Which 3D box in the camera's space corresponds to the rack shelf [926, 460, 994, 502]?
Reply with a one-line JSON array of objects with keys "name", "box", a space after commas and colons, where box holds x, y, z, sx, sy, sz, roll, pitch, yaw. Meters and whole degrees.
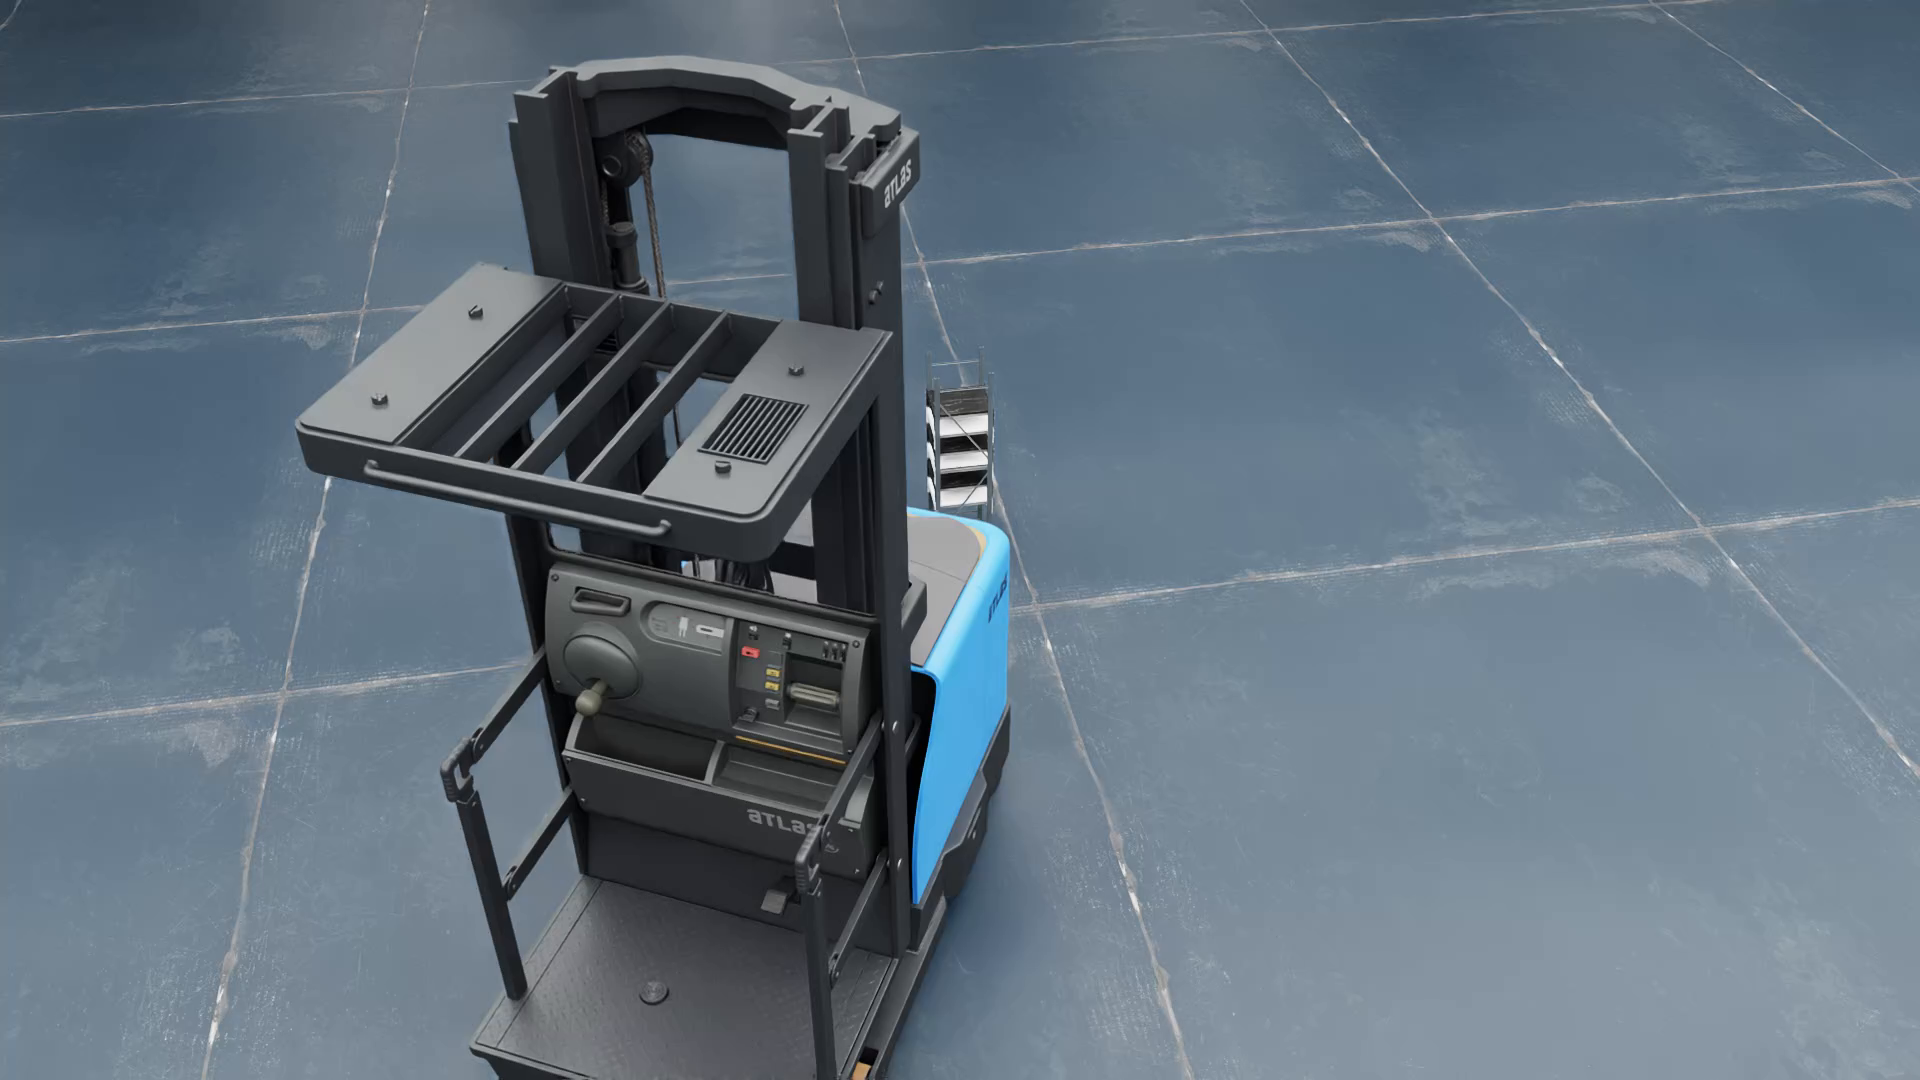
[{"name": "rack shelf", "box": [-0.001, -0.263, 7.056, 0.258, 0.077, 0.200, -6, 38, -8]}]

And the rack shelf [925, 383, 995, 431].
[{"name": "rack shelf", "box": [-0.001, -0.547, 6.835, 0.258, 0.077, 0.200, -6, 38, -8]}]

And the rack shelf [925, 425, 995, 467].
[{"name": "rack shelf", "box": [-0.001, -0.405, 6.945, 0.258, 0.077, 0.200, -6, 38, -8]}]

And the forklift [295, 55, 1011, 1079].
[{"name": "forklift", "box": [-0.761, 0.409, 4.335, 1.130, 2.935, 3.031, 11, 39, 14]}]

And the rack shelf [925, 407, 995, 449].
[{"name": "rack shelf", "box": [-0.001, -0.476, 6.890, 0.258, 0.077, 0.200, -6, 38, -8]}]

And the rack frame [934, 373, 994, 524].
[{"name": "rack frame", "box": [0.016, -0.299, 6.901, 0.240, 0.900, 0.006, -6, 38, -8]}]

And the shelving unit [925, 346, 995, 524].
[{"name": "shelving unit", "box": [-0.001, -0.360, 6.980, 0.258, 0.900, 0.210, -6, 38, -8]}]

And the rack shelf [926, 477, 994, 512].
[{"name": "rack shelf", "box": [-0.001, -0.192, 7.111, 0.258, 0.077, 0.200, -6, 38, -8]}]

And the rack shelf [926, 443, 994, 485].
[{"name": "rack shelf", "box": [-0.001, -0.334, 7.001, 0.258, 0.077, 0.200, -6, 38, -8]}]

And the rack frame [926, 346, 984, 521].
[{"name": "rack frame", "box": [-0.019, -0.422, 7.059, 0.240, 0.900, 0.006, -6, 38, -8]}]
